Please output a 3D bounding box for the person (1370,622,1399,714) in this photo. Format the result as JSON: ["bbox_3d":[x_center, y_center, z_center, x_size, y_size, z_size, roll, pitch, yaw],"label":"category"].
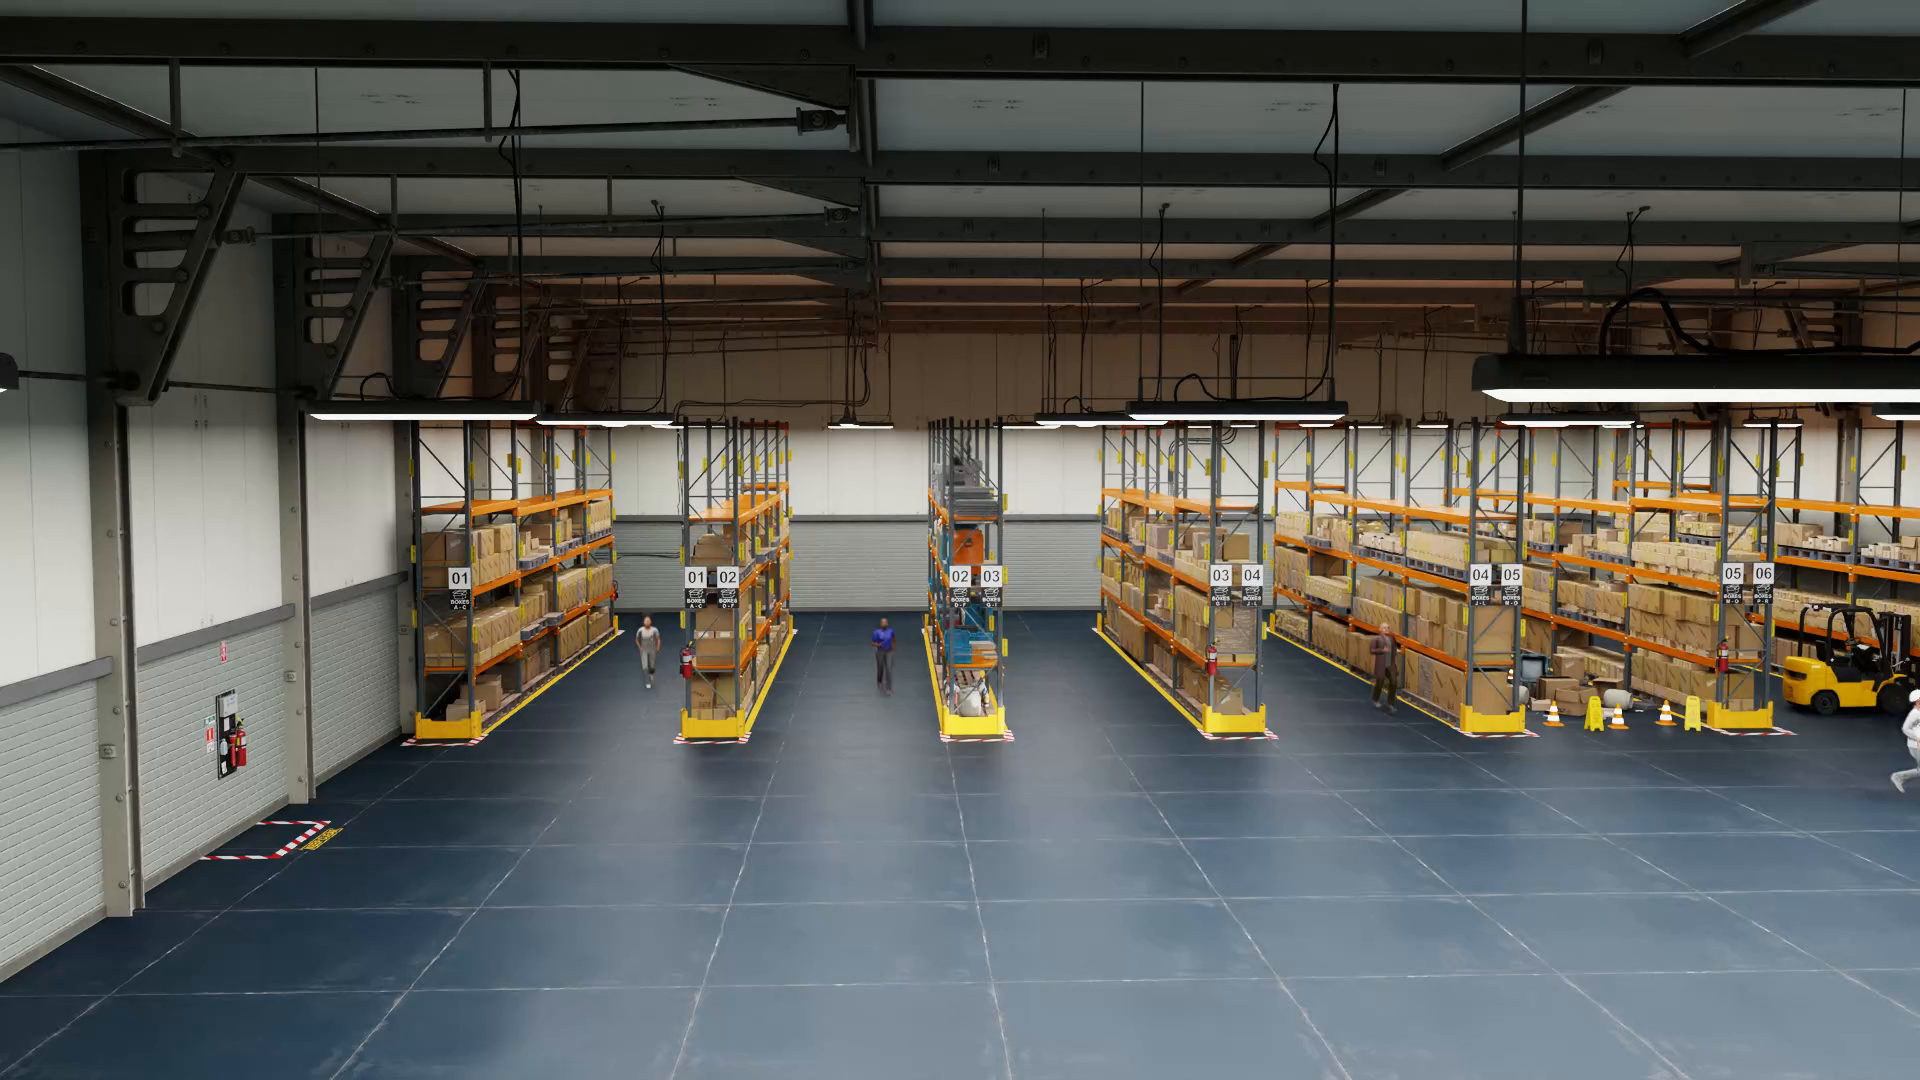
[{"bbox_3d":[8.688,2.600,34.046,0.685,1.831,0.831,-1,4,-9],"label":"person"}]

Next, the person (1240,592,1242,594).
[{"bbox_3d":[7.858,1.979,45.539,0.523,1.568,0.553,0,4,2],"label":"person"}]

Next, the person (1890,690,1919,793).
[{"bbox_3d":[14.773,3.182,25.626,0.803,1.739,0.668,4,5,43],"label":"person"}]

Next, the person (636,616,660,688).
[{"bbox_3d":[-6.990,2.493,37.251,0.545,1.619,0.602,-1,4,-11],"label":"person"}]

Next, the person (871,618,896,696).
[{"bbox_3d":[-1.653,2.523,36.224,0.581,1.652,0.924,-1,4,-12],"label":"person"}]
